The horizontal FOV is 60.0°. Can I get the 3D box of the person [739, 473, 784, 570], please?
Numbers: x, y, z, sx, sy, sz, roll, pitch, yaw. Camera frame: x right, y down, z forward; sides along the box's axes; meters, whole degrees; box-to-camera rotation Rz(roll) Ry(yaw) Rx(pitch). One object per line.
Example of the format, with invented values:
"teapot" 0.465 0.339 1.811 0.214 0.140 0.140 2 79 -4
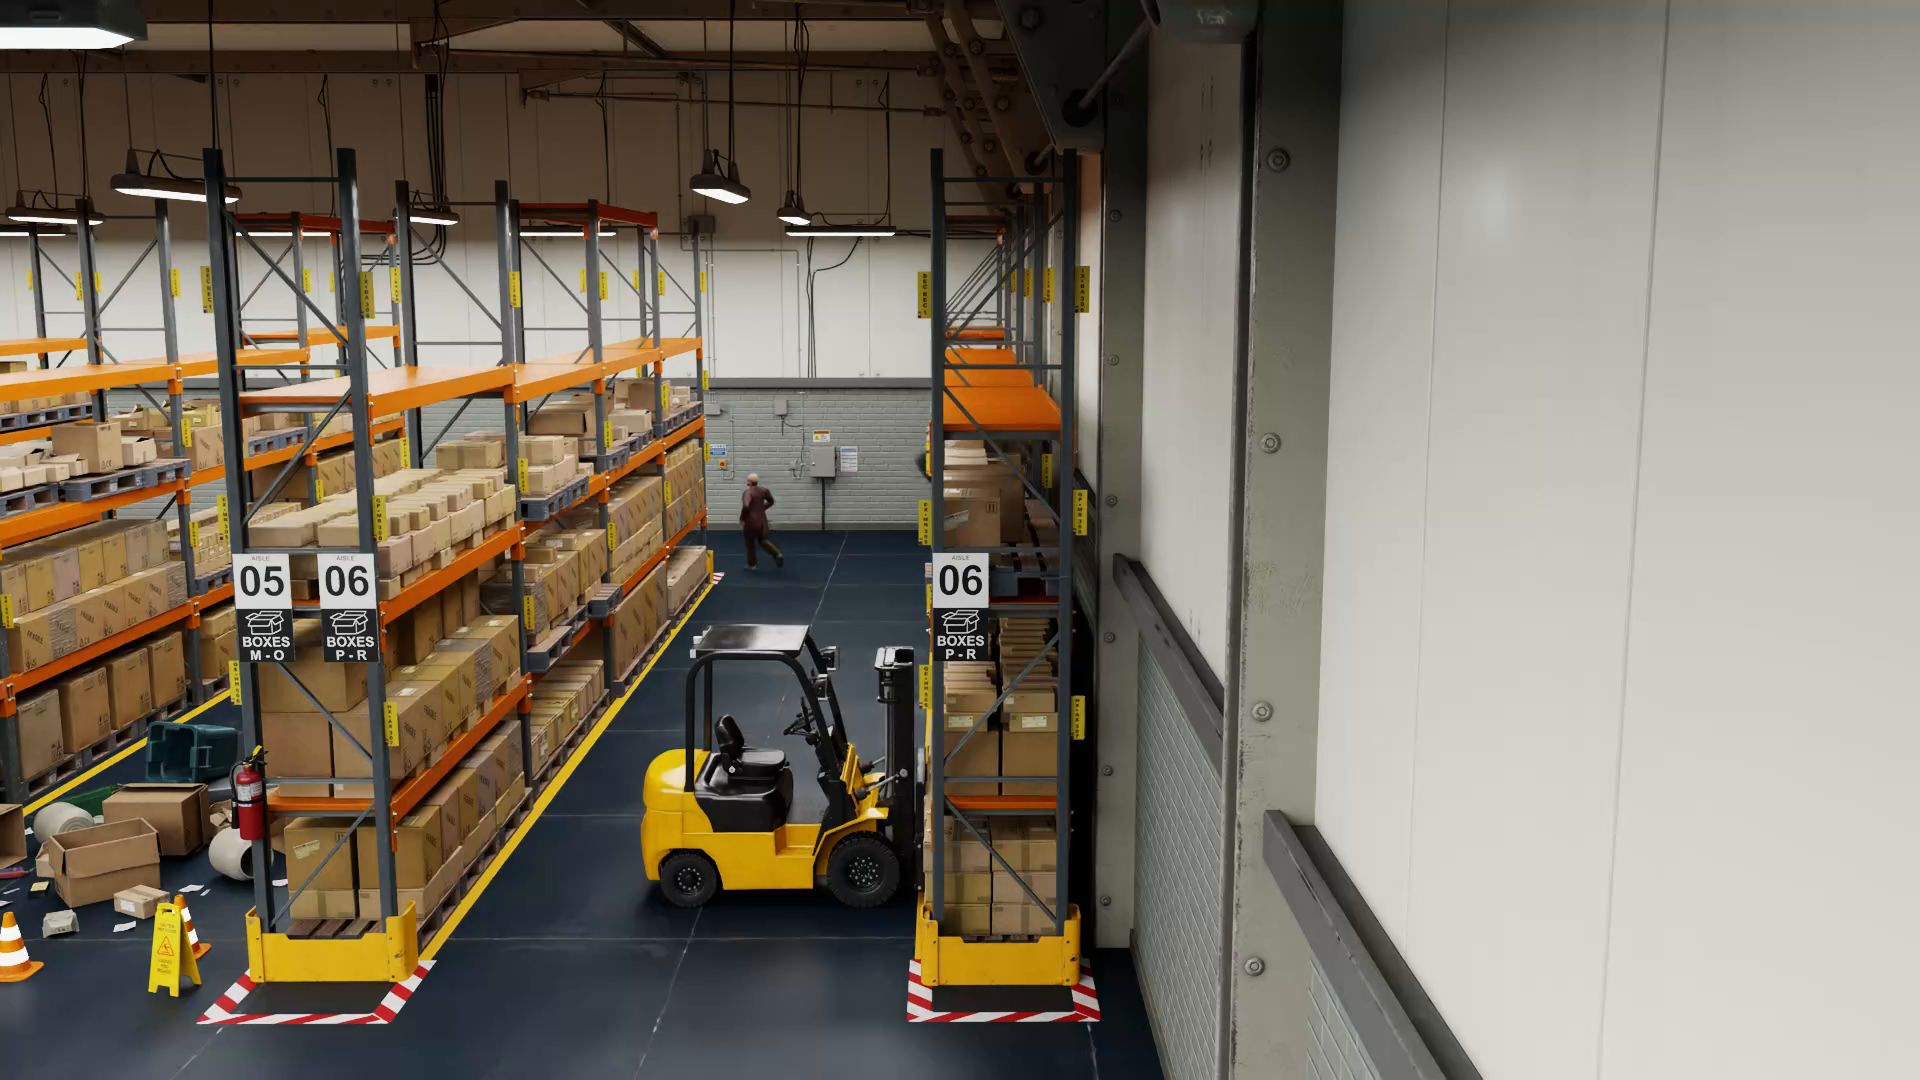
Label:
"person" -3.559 -0.271 28.798 0.990 1.676 0.775 9 13 43
